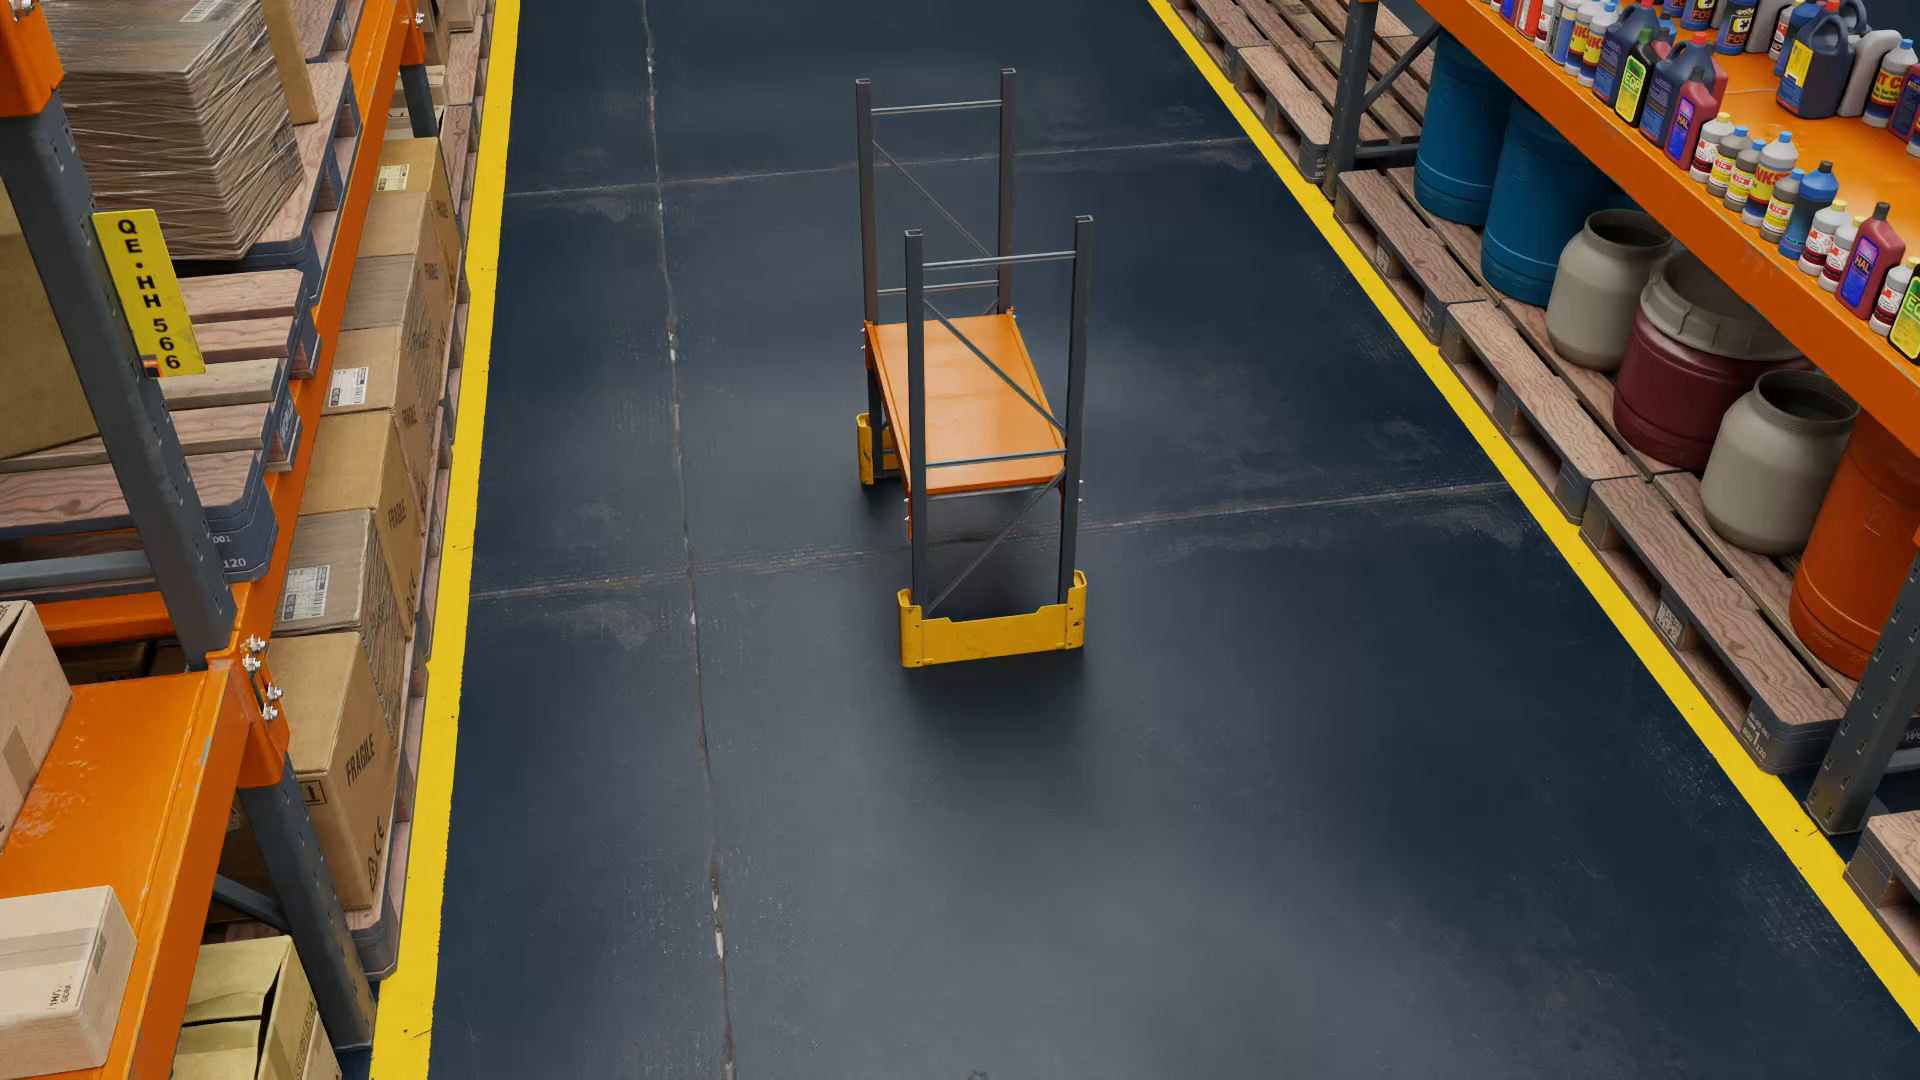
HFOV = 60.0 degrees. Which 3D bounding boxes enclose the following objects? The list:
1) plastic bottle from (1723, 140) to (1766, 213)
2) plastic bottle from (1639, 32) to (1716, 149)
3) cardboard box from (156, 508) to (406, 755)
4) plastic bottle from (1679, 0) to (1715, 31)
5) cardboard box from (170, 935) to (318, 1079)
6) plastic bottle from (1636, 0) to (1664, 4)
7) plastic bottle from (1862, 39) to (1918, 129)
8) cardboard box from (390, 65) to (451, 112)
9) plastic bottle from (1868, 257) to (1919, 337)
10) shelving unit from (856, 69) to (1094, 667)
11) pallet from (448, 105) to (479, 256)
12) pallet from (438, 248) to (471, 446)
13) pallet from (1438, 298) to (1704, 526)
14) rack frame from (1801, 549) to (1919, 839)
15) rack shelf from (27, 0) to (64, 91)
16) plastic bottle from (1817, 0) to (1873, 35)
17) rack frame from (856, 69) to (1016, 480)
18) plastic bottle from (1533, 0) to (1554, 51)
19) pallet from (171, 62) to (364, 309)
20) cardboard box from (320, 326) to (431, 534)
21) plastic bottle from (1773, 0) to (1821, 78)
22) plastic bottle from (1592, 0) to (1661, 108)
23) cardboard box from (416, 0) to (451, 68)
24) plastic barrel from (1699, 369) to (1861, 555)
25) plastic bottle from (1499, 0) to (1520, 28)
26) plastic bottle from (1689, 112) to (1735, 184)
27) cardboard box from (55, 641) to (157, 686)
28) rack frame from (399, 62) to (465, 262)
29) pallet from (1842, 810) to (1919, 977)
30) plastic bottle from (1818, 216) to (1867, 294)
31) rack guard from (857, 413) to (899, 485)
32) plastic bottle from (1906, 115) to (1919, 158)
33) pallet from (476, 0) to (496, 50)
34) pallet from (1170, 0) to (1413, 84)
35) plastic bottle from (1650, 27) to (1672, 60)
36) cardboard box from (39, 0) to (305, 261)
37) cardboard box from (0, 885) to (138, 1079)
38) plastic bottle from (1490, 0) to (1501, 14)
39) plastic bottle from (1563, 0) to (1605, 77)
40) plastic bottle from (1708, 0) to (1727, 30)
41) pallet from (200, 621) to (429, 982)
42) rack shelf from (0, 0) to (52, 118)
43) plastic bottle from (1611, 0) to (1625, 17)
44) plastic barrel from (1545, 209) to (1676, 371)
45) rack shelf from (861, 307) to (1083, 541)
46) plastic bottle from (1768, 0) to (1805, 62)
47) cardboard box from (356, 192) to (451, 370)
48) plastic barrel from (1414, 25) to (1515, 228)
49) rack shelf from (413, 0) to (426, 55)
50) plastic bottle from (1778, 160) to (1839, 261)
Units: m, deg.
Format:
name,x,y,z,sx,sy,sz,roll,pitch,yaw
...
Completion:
name,x,y,z,sx,sy,sz,roll,pitch,yaw
plastic bottle,2.297,-1.063,4.835,0.097,0.201,0.097,0,38,0
plastic bottle,2.238,-1.408,5.157,0.144,0.351,0.185,-6,38,-8
cardboard box,-1.857,0.285,4.617,0.500,0.500,0.500,-8,38,-10
plastic bottle,2.659,-1.969,5.944,0.097,0.271,0.097,0,38,0
cardboard box,-1.627,1.081,3.355,0.500,0.311,0.500,-5,38,-7
plastic bottle,2.588,-2.187,6.161,0.144,0.351,0.185,-6,38,-8
plastic bottle,2.962,-1.454,5.281,0.097,0.271,0.097,0,38,0
cardboard box,-2.685,-2.176,8.057,0.380,0.166,0.250,-6,38,-8
plastic bottle,2.423,-0.630,4.277,0.097,0.201,0.097,0,38,0
shelving unit,0.013,-0.546,5.231,0.587,1.500,1.083,-6,38,-8
pallet,-2.782,-1.637,7.685,1.003,0.211,1.213,-6,38,-8
pallet,-2.483,-0.735,6.524,1.003,0.211,1.213,-6,38,-8
pallet,2.526,-0.544,6.278,1.003,0.211,1.213,-6,38,-8
rack frame,2.916,-0.438,3.869,1.000,3.000,0.127,-6,38,-8
rack shelf,-2.312,-2.016,4.041,1.077,0.370,4.000,-6,38,-8
plastic bottle,2.891,-1.649,5.468,0.144,0.351,0.185,-6,38,-8
rack frame,-0.074,-0.848,5.619,0.500,1.500,0.032,-6,38,-8
plastic bottle,2.076,-1.823,5.813,0.097,0.201,0.097,0,38,0
pallet,-2.307,-1.006,4.756,1.003,0.211,1.213,-6,38,-8
cardboard box,-2.037,-0.333,5.413,0.500,0.500,0.500,-7,38,-9
plastic bottle,2.830,-1.699,5.597,0.097,0.271,0.097,0,38,0
plastic bottle,2.182,-1.600,5.405,0.144,0.351,0.185,-6,38,-8
cardboard box,-2.997,-2.646,8.387,0.797,0.503,0.637,-6,38,-8
plastic barrel,2.626,-0.246,5.308,0.421,0.512,0.421,0,38,0
plastic bottle,2.015,-2.004,5.980,0.061,0.283,0.133,-6,38,-8
plastic bottle,2.263,-1.181,4.987,0.097,0.201,0.097,0,38,0
cardboard box,-2.356,0.366,4.512,0.500,0.500,0.500,-5,38,-6
rack frame,-2.663,-2.323,6.296,1.000,3.000,0.127,-6,38,-8
pallet,3.014,1.135,4.117,1.003,0.211,1.213,-6,38,-8
plastic bottle,2.382,-0.769,4.457,0.097,0.201,0.097,0,38,0
rack guard,-0.074,-0.353,6.001,0.587,0.250,0.087,-6,38,-8
plastic bottle,3.003,-1.314,5.102,0.097,0.271,0.097,0,38,0
pallet,-3.210,-3.111,9.582,1.003,0.211,1.213,-6,38,-8
pallet,1.830,-2.931,9.351,1.003,0.211,1.213,-6,38,-8
plastic bottle,2.229,-1.479,5.304,0.061,0.283,0.133,-6,38,-8
cardboard box,-2.155,-1.054,4.238,0.700,0.500,0.500,0,38,1
cardboard box,-1.532,0.705,2.602,0.380,0.149,0.250,-6,38,-8
plastic bottle,2.012,-2.043,6.097,0.097,0.201,0.097,0,38,0
plastic bottle,2.117,-1.710,5.611,0.097,0.271,0.097,0,38,0
plastic bottle,2.778,-1.995,5.974,0.152,0.276,0.135,-6,38,-8
pallet,-2.055,0.739,4.627,1.003,0.211,1.213,-6,38,-8
rack shelf,-1.611,0.400,0.931,1.077,0.370,4.000,-6,38,-8
plastic bottle,2.243,-1.780,5.758,0.097,0.201,0.097,0,38,0
plastic barrel,2.428,-0.929,6.186,0.421,0.512,0.421,0,38,0
rack shelf,0.015,-0.399,5.334,0.538,0.185,1.000,-6,38,-8
plastic bottle,2.866,-1.758,5.730,0.097,0.201,0.097,0,38,0
cardboard box,-2.216,-0.943,6.198,0.500,0.500,0.500,-6,38,-8
plastic barrel,2.293,-1.861,7.068,0.600,0.901,0.708,-6,38,-8
rack shelf,-3.013,-3.247,8.071,1.077,0.370,4.000,-6,38,-8
plastic bottle,2.348,-0.914,4.587,0.097,0.271,0.097,0,38,0
